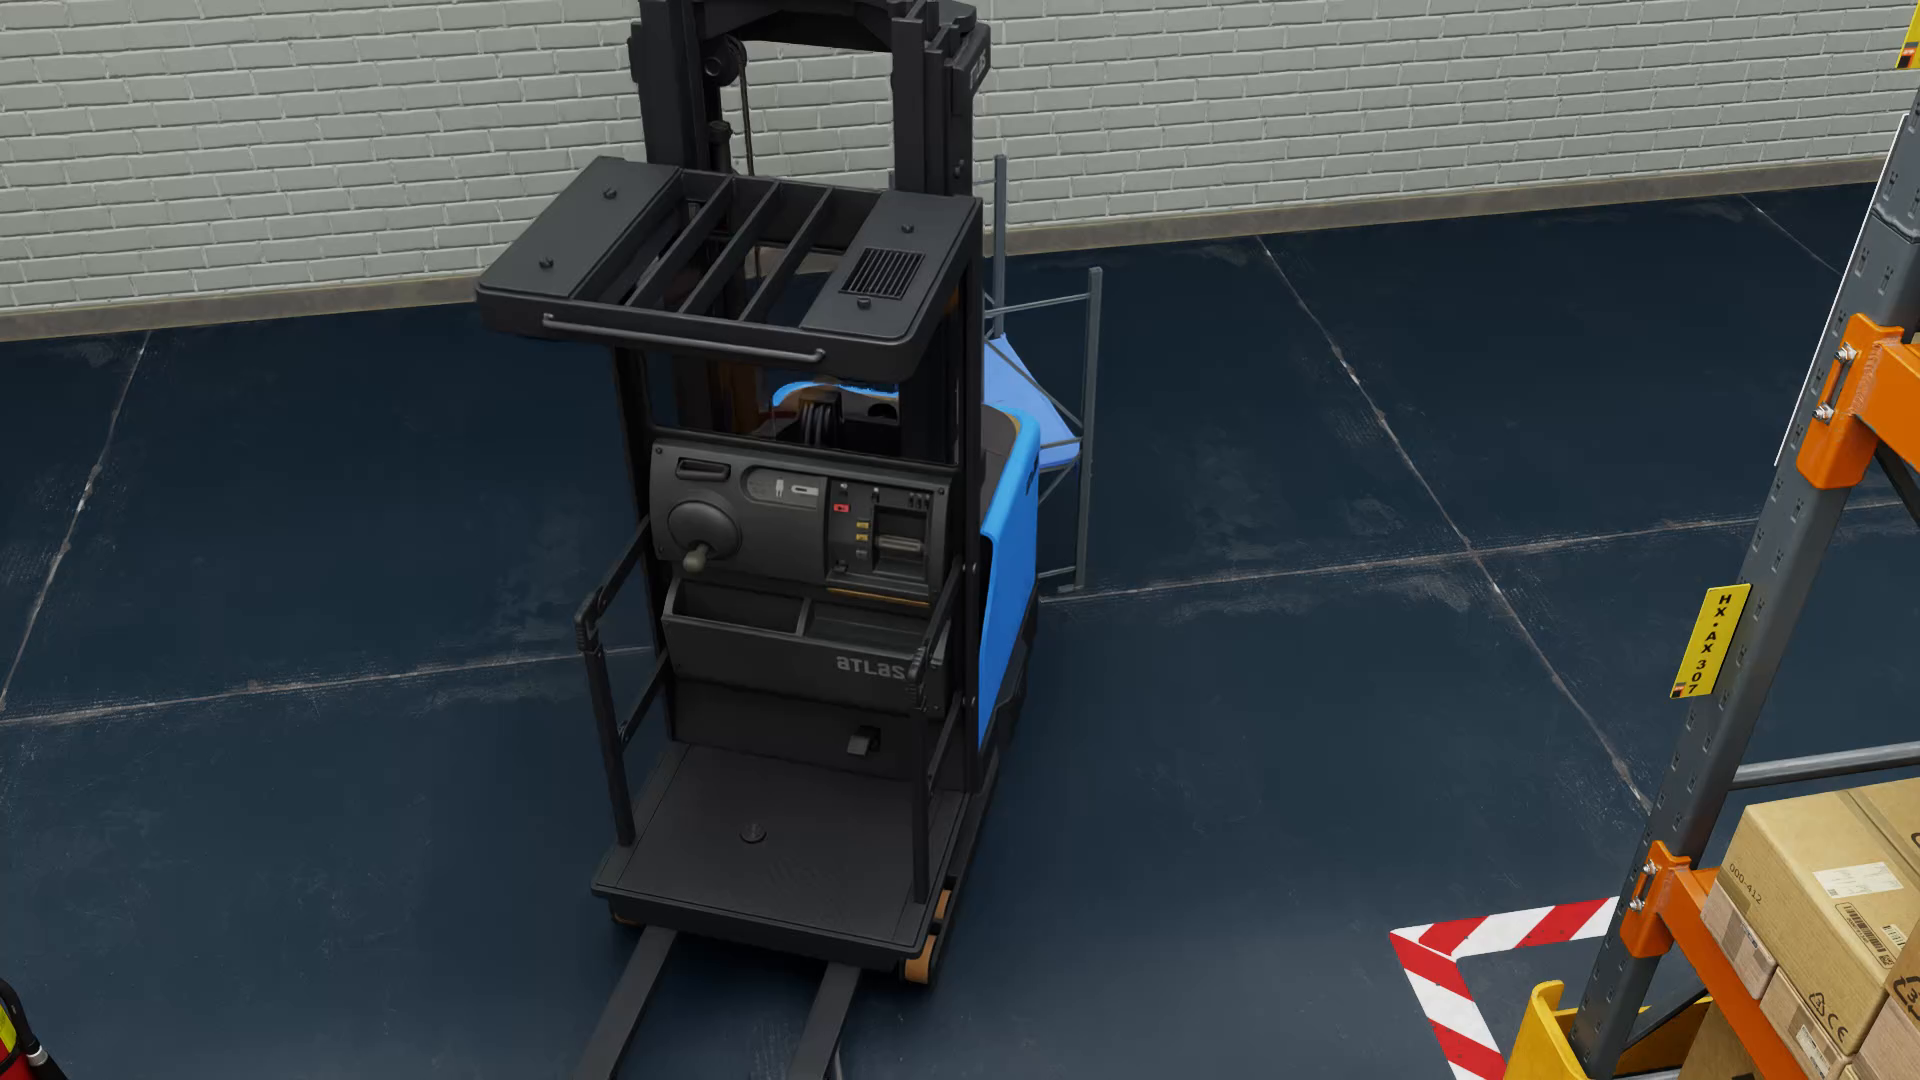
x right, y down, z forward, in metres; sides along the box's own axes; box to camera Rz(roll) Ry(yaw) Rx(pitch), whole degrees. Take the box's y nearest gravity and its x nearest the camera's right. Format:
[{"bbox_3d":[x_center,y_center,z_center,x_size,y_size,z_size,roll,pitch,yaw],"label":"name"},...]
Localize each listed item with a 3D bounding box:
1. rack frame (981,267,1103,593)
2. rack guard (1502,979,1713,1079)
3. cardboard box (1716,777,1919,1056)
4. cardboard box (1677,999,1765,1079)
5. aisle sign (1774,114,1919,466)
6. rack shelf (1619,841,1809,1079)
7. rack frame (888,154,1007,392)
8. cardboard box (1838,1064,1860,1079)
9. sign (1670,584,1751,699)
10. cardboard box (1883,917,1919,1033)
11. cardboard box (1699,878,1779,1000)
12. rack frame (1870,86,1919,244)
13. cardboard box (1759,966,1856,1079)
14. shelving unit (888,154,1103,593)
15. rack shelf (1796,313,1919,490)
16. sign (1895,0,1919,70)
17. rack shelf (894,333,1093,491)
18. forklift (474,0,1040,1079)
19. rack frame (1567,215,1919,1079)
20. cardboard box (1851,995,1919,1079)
[{"bbox_3d":[0.280,-0.352,6.481,0.500,1.500,0.032,-12,39,-15],"label":"rack frame"},{"bbox_3d":[2.228,1.520,4.886,1.175,0.500,0.348,-6,38,-8],"label":"rack guard"},{"bbox_3d":[2.050,0.808,3.644,0.500,0.250,0.500,-7,38,-9],"label":"cardboard box"},{"bbox_3d":[2.423,1.599,4.137,0.875,0.875,0.875,-6,38,-8],"label":"cardboard box"},{"bbox_3d":[1.924,-0.490,3.317,0.394,0.787,0.004,-6,38,-8],"label":"aisle sign"},{"bbox_3d":[2.583,2.040,2.766,1.077,0.370,4.000,-6,38,-8],"label":"rack shelf"},{"bbox_3d":[-0.048,-0.942,7.240,0.500,1.500,0.032,-12,39,-15],"label":"rack frame"},{"bbox_3d":[2.061,1.206,3.457,0.380,0.149,0.250,-7,38,-9],"label":"cardboard box"},{"bbox_3d":[1.685,0.231,3.738,0.100,0.325,0.005,-6,38,-8],"label":"sign"},{"bbox_3d":[2.138,0.814,3.025,0.500,0.500,0.500,-7,38,-9],"label":"cardboard box"},{"bbox_3d":[1.970,0.897,3.855,0.380,0.149,0.250,-6,38,-7],"label":"cardboard box"},{"bbox_3d":[2.232,-1.821,2.260,1.000,3.000,0.127,-6,38,-8],"label":"rack frame"},{"bbox_3d":[2.016,1.052,3.656,0.380,0.149,0.250,-7,38,-9],"label":"cardboard box"},{"bbox_3d":[0.116,-0.647,6.860,0.538,1.500,1.048,-12,39,-15],"label":"shelving unit"},{"bbox_3d":[2.583,0.855,1.846,1.077,0.370,4.000,-6,38,-8],"label":"rack shelf"},{"bbox_3d":[1.685,-0.957,2.815,0.100,0.325,0.005,-6,38,-8],"label":"sign"},{"bbox_3d":[0.116,-0.505,6.971,0.538,0.185,1.000,-12,39,-15],"label":"rack shelf"},{"bbox_3d":[-0.538,0.018,4.838,1.130,2.935,3.031,9,39,11],"label":"forklift"},{"bbox_3d":[2.232,0.548,4.100,1.000,3.000,0.127,-6,38,-8],"label":"rack frame"},{"bbox_3d":[2.148,1.122,3.241,0.500,0.250,0.500,-7,38,-9],"label":"cardboard box"}]
